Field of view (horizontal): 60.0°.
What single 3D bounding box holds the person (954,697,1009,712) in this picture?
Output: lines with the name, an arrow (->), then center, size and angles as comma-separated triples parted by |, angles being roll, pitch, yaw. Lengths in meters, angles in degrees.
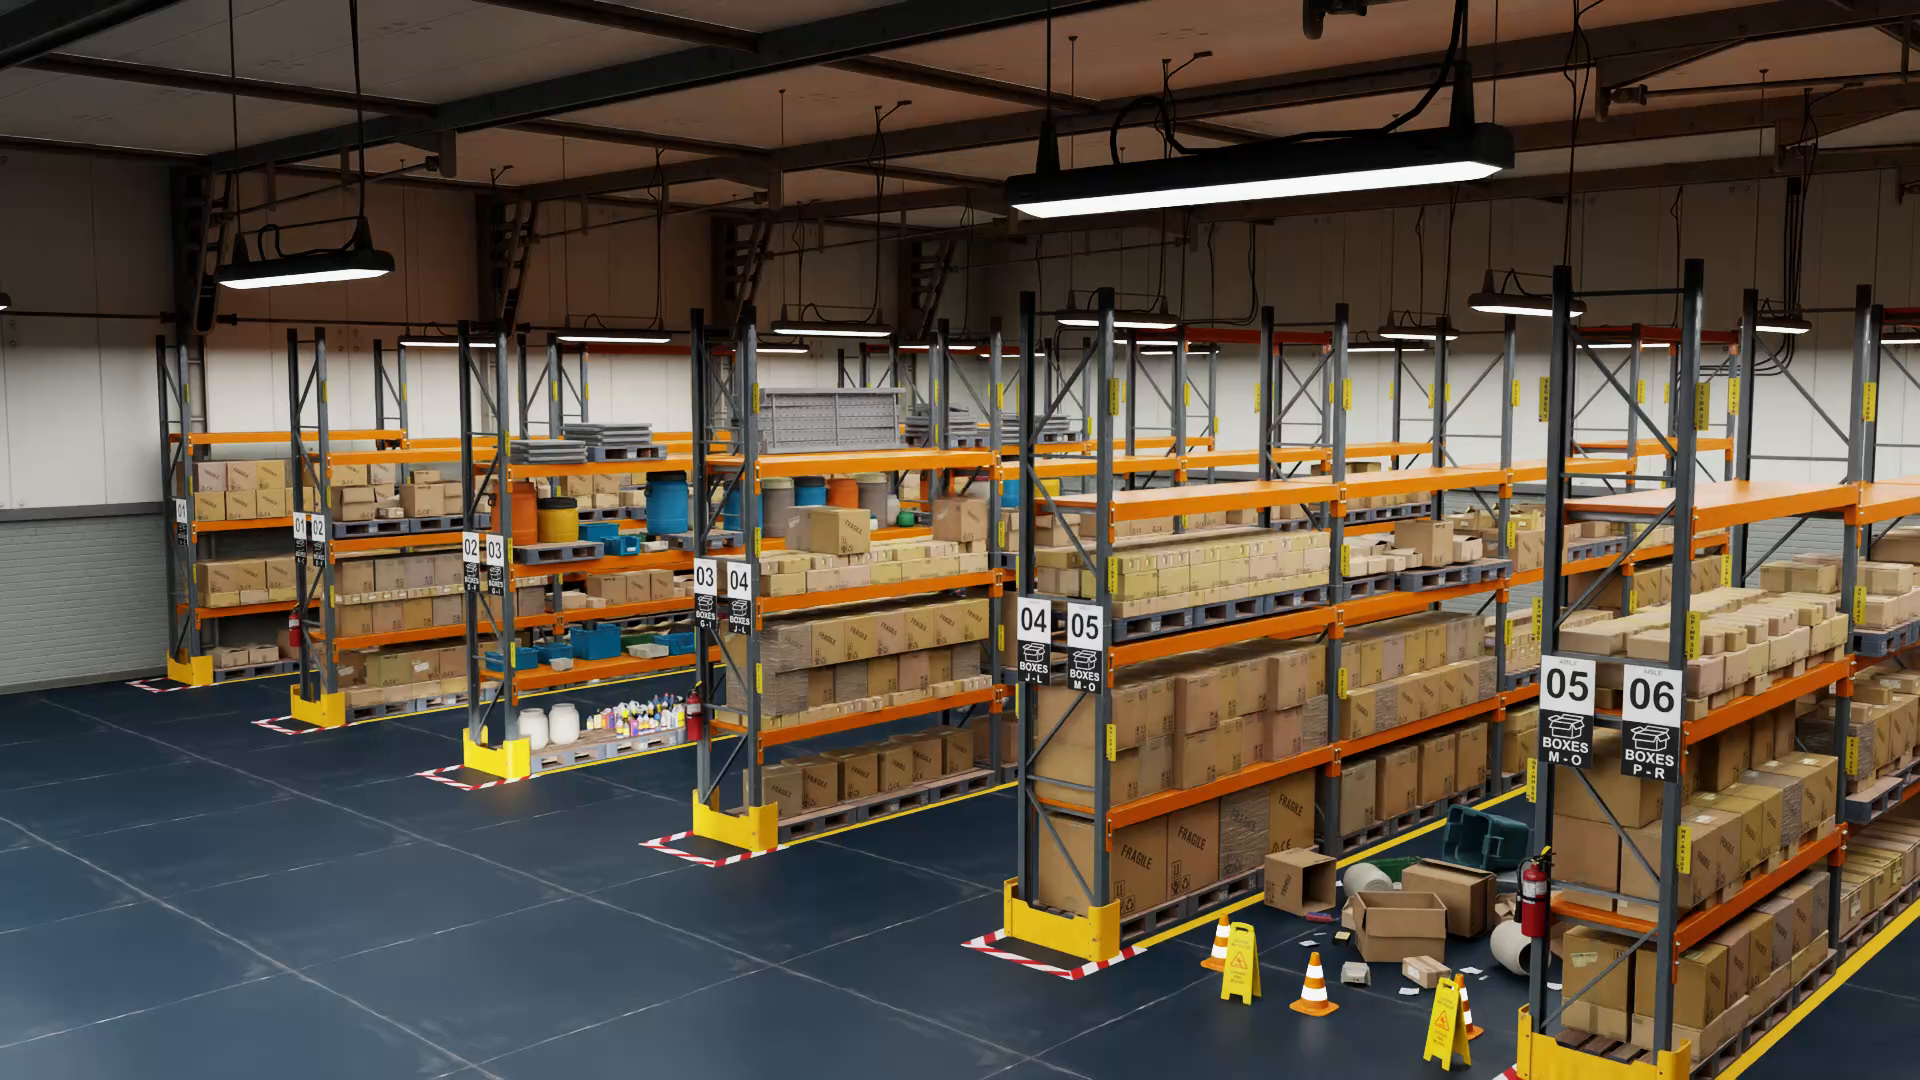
person -> 0.357, 1.811, 26.199 | 0.653, 1.723, 1.034 | 5, 8, 45
